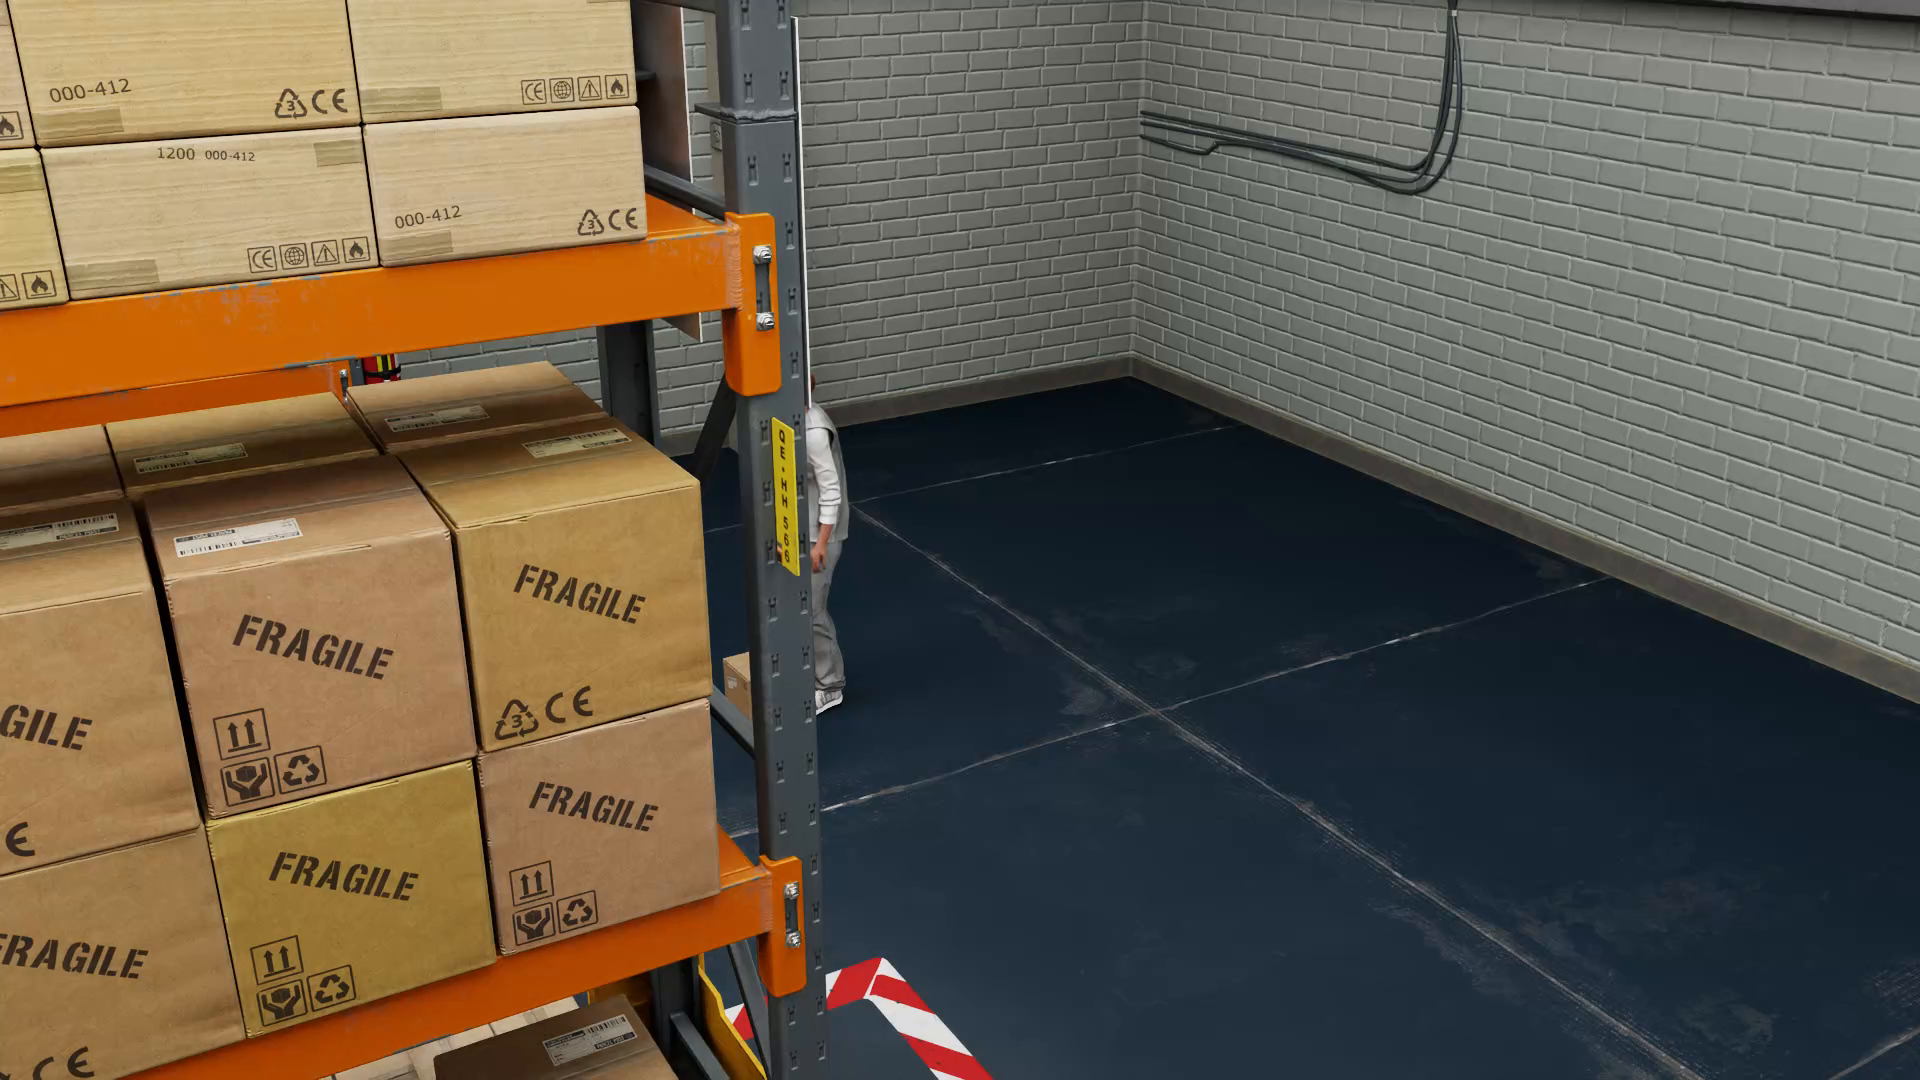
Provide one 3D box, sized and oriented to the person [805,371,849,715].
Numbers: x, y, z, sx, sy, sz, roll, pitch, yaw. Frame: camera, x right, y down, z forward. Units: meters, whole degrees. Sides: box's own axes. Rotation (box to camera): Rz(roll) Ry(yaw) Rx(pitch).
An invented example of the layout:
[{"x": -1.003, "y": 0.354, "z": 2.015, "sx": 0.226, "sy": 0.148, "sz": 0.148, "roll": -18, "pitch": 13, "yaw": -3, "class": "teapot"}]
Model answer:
[{"x": -0.665, "y": -0.024, "z": 7.164, "sx": 0.345, "sy": 1.593, "sz": 0.460, "roll": -13, "pitch": 26, "yaw": -29, "class": "person"}]
